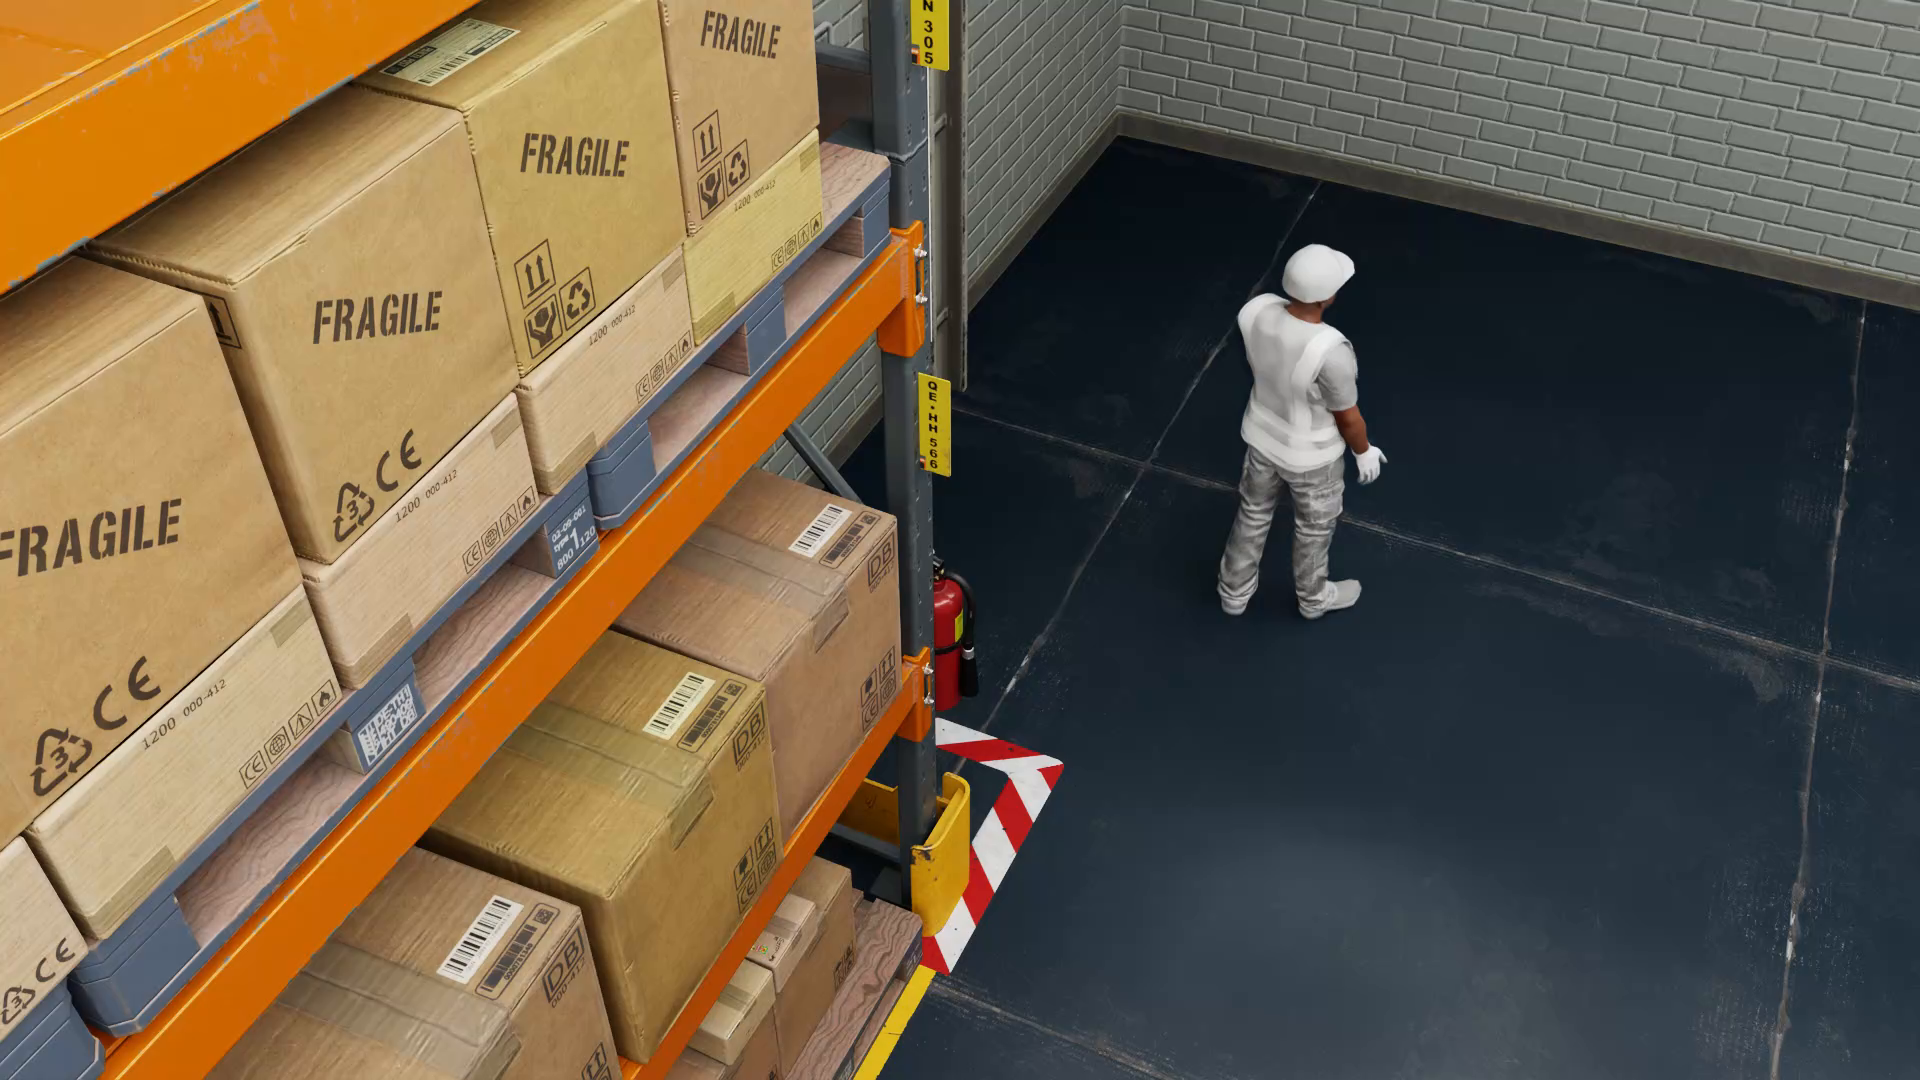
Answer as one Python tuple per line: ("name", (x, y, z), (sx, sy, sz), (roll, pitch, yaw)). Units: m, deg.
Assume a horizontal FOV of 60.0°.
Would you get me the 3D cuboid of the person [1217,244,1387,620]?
("person", (1.391, -0.421, 6.612), (0.574, 1.790, 0.603), (-27, 48, -27))
